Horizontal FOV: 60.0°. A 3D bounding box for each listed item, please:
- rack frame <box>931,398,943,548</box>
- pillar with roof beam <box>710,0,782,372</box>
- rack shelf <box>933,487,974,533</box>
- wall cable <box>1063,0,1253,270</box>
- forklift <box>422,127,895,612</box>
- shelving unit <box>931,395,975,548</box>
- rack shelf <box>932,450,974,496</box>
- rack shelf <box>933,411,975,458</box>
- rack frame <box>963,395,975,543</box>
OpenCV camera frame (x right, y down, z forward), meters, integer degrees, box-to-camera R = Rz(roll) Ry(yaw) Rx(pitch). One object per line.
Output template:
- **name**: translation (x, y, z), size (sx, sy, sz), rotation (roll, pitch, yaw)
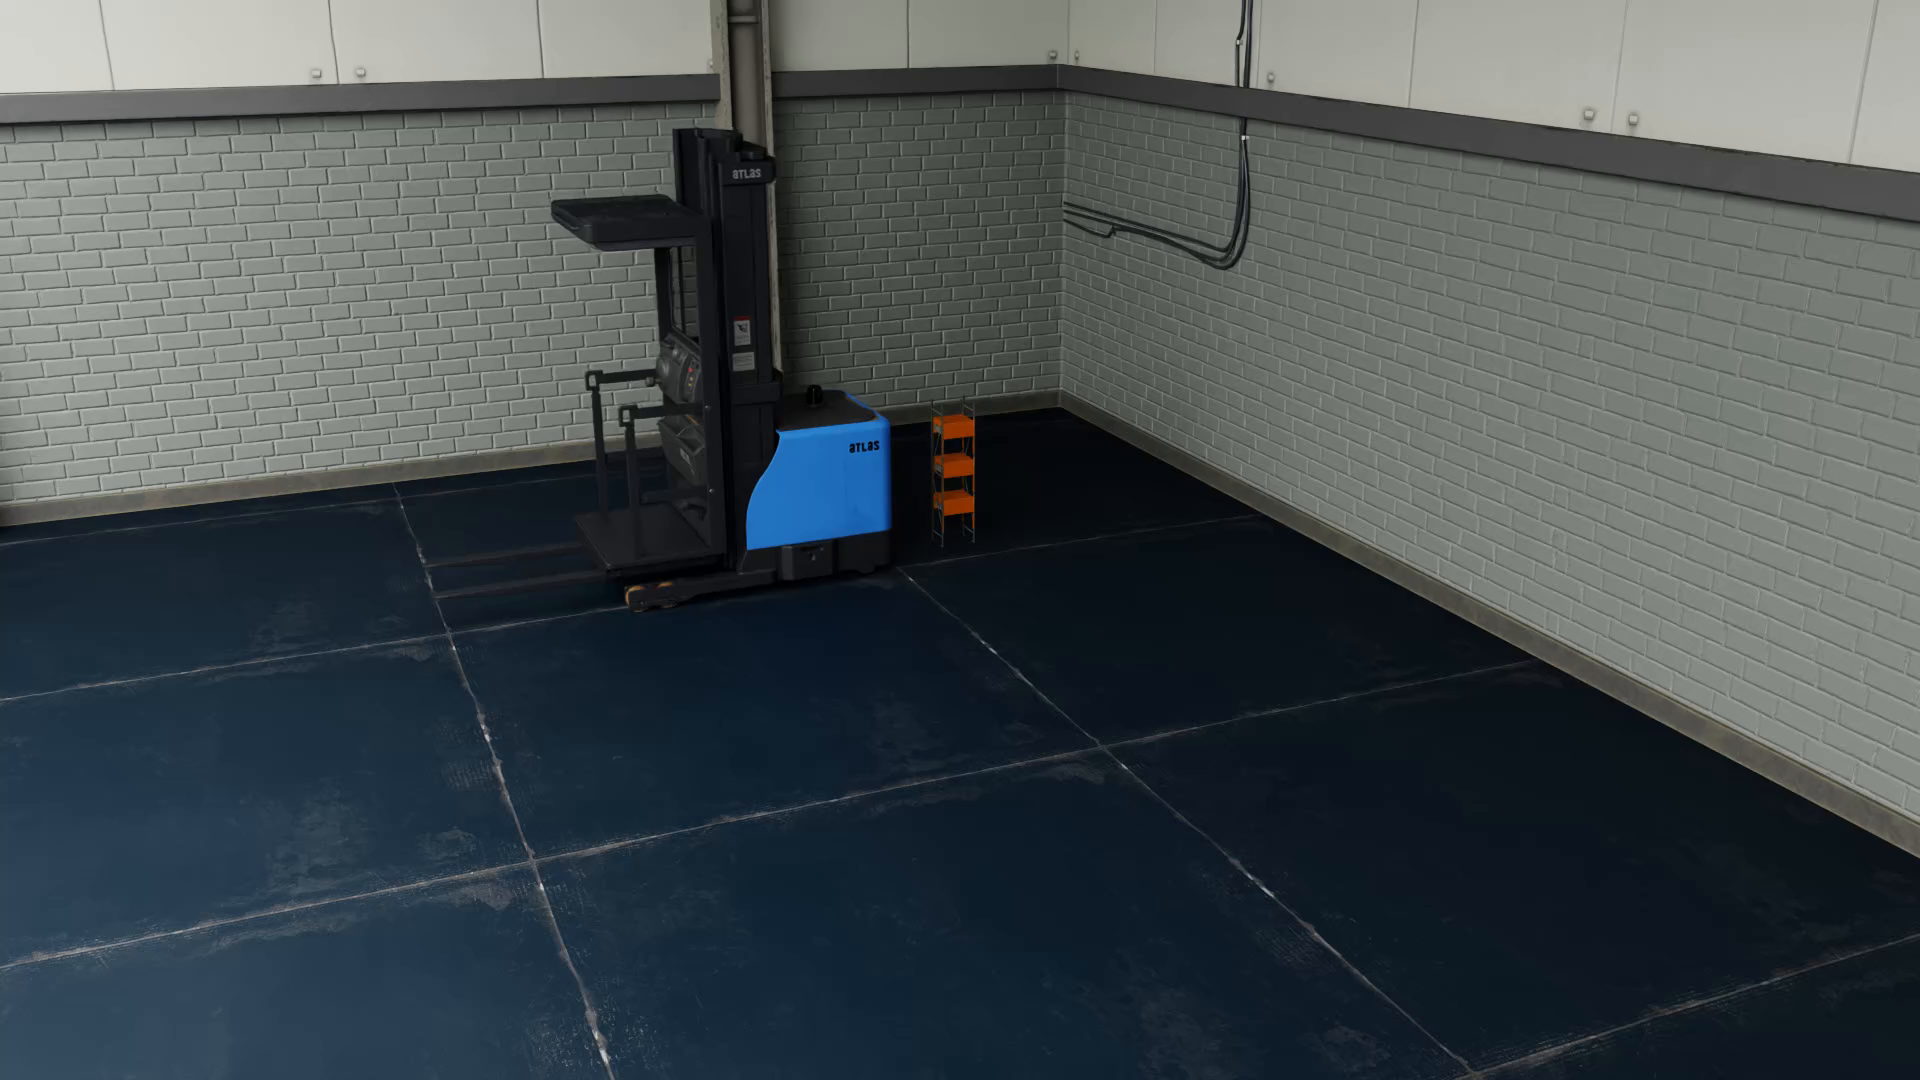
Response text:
- **rack frame**: translation (-0.161, -0.472, 11.782), size (0.008, 1.050, 0.200), rotation (-8, 21, -22)
- **pillar with roof beam**: translation (-0.041, -3.753, 9.132), size (0.400, 9.000, 9.100), rotation (-8, 21, -22)
- **rack shelf**: translation (-0.049, -0.216, 11.923), size (0.240, 0.259, 0.215), rotation (-8, 21, -22)
- **wall cable**: translation (1.483, -3.586, 13.331), size (0.112, 2.526, 3.097), rotation (-8, 21, -22)
- **forklift**: translation (-2.012, -1.117, 10.782), size (3.031, 2.935, 1.130), rotation (-8, 21, -22)
- **shelving unit**: translation (-0.049, -0.488, 11.828), size (0.252, 1.050, 0.215), rotation (-8, 21, -22)
- **rack shelf**: translation (-0.049, -0.478, 11.831), size (0.240, 0.259, 0.215), rotation (-8, 21, -22)
- **rack shelf**: translation (-0.049, -0.746, 11.737), size (0.240, 0.259, 0.215), rotation (-8, 21, -22)
- **rack frame**: translation (0.063, -0.504, 11.873), size (0.008, 1.050, 0.200), rotation (-8, 21, -22)
